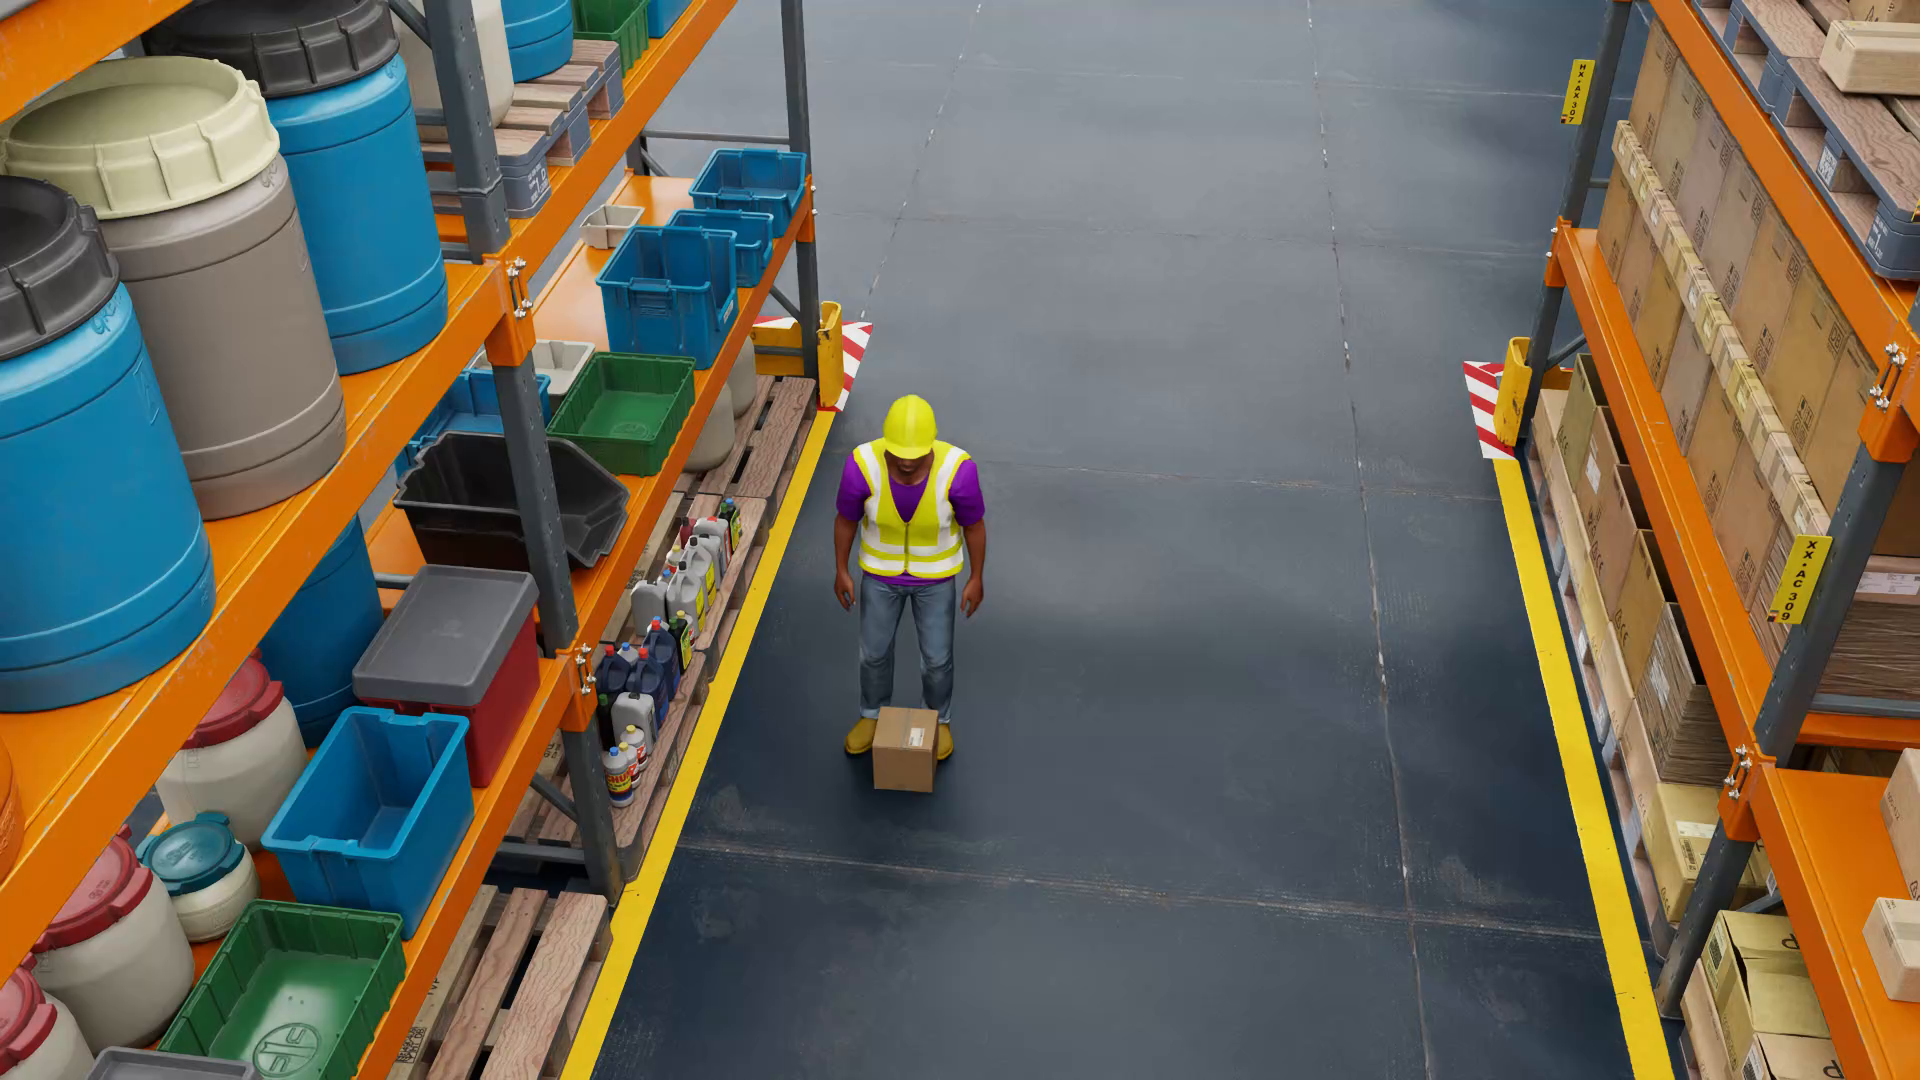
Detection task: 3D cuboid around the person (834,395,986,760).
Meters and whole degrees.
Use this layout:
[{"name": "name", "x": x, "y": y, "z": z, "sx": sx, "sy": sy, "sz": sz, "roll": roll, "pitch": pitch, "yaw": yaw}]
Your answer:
[{"name": "person", "x": -0.209, "y": 0.149, "z": 6.821, "sx": 0.626, "sy": 1.759, "sz": 0.463, "roll": 3, "pitch": 36, "yaw": 4}]
